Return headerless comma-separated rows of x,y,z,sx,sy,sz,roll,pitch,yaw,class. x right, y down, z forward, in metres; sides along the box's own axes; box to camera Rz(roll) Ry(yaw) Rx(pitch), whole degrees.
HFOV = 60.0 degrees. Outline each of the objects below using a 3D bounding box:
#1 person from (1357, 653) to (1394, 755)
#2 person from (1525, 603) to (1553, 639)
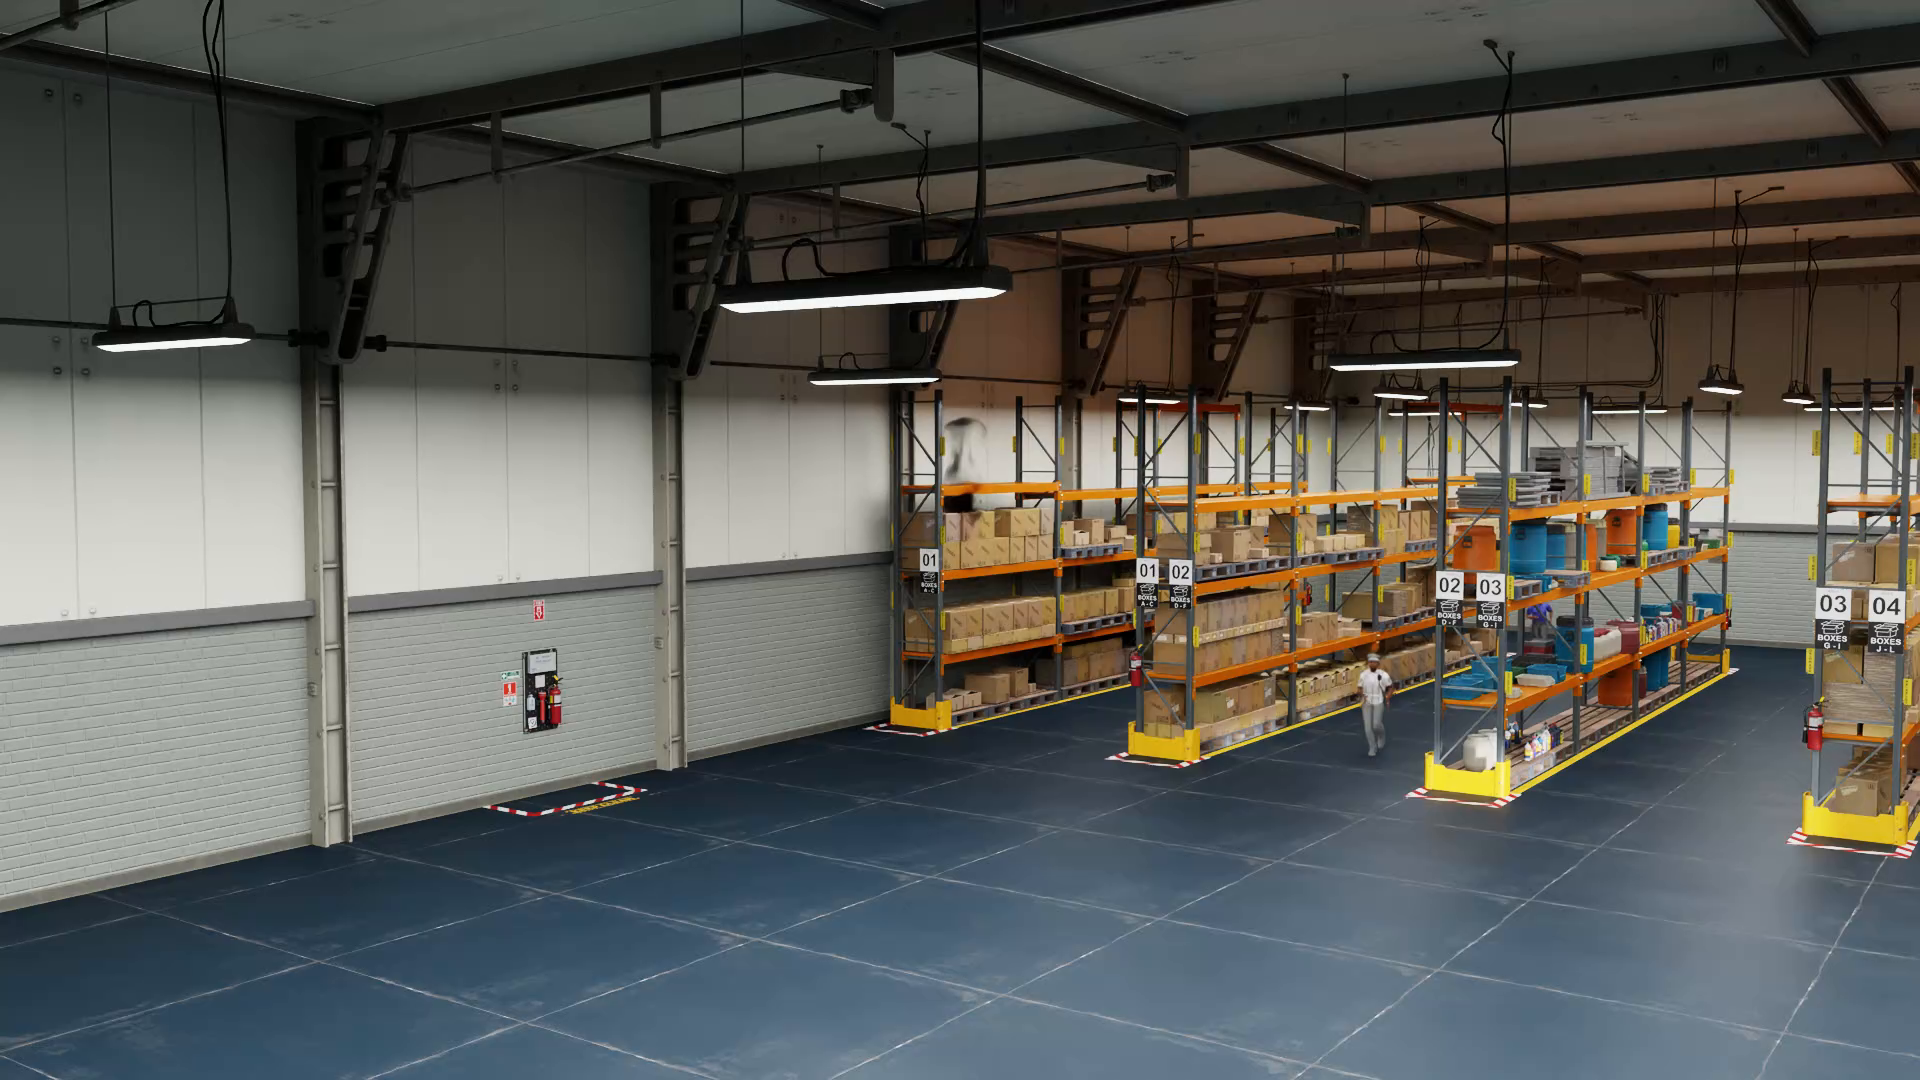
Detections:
6.703,2.662,26.940,0.570,1.661,0.553,1,4,25,person
13.227,2.053,38.010,0.591,1.714,0.747,1,3,23,person
